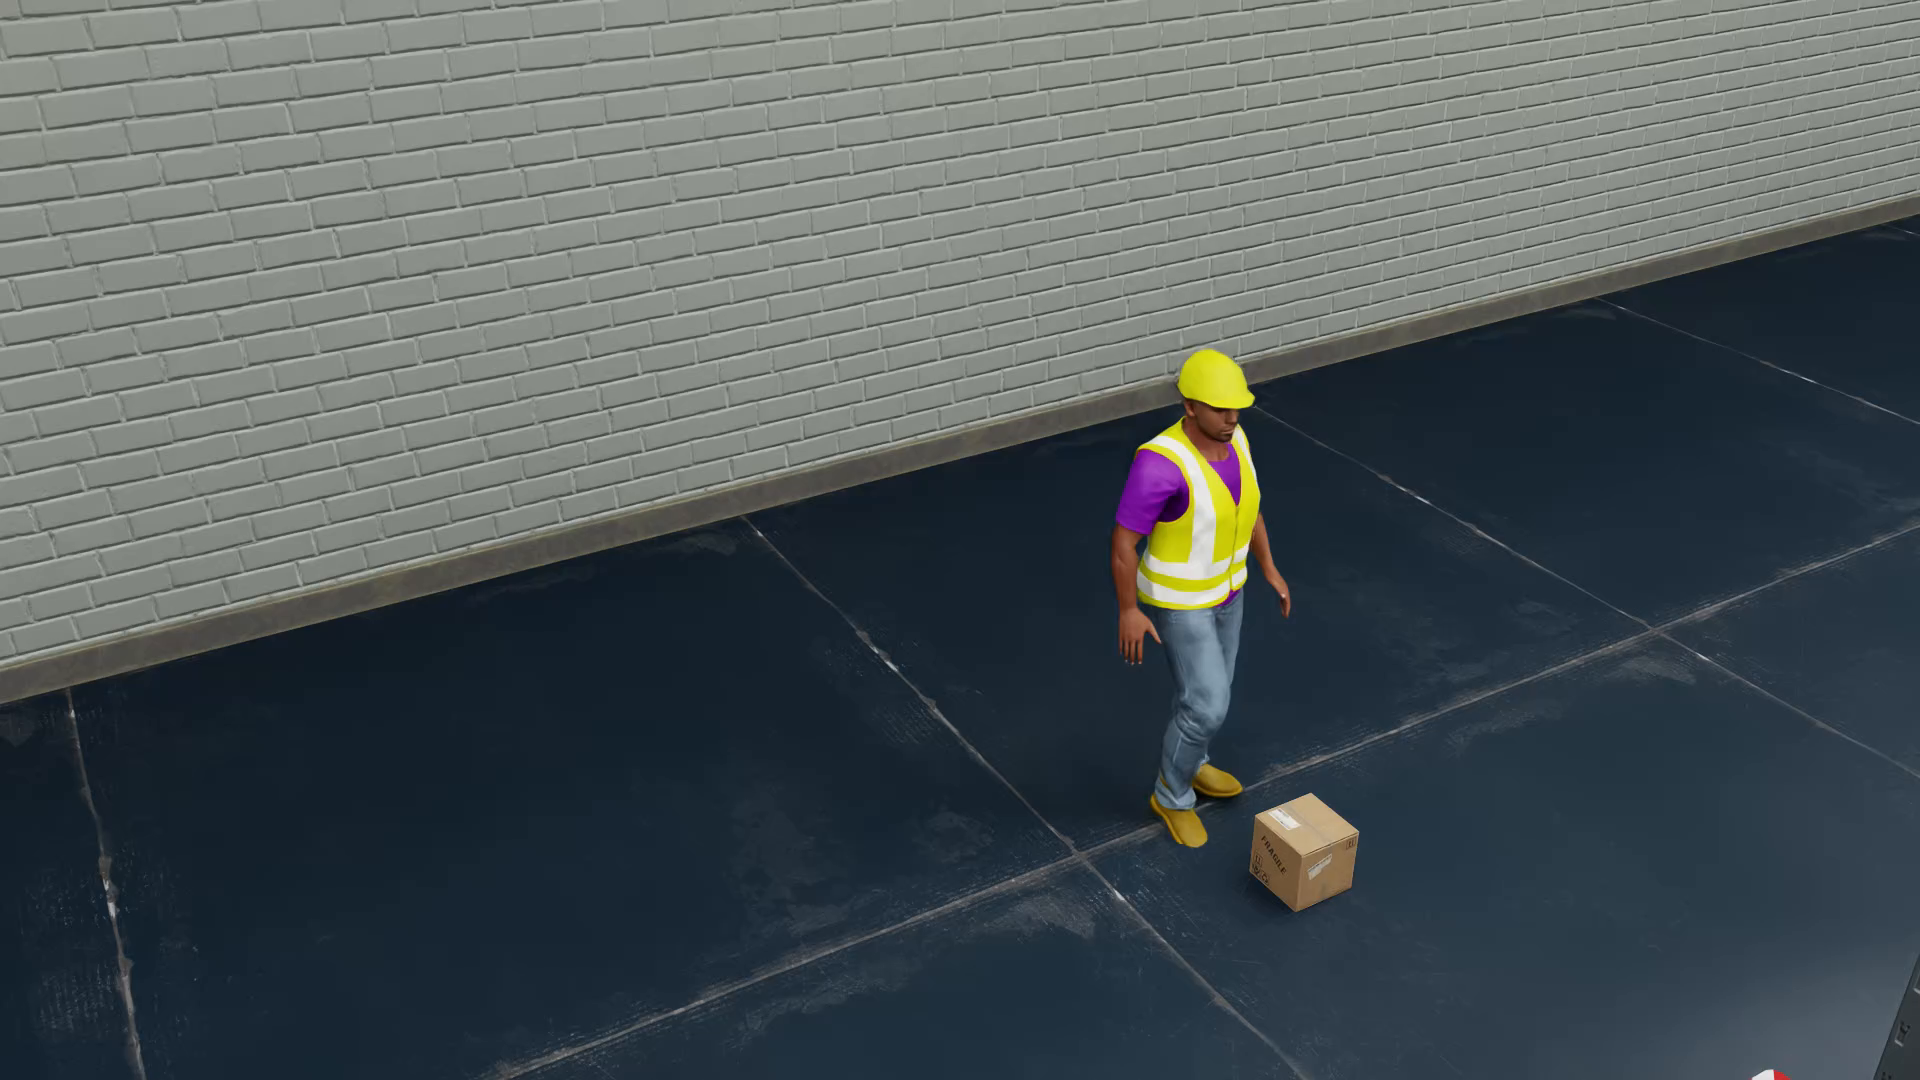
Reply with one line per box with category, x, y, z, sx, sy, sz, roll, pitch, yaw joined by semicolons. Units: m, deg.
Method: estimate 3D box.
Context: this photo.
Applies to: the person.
person;0.833;0.222;5.755;0.450;1.822;0.676;21;35;33
